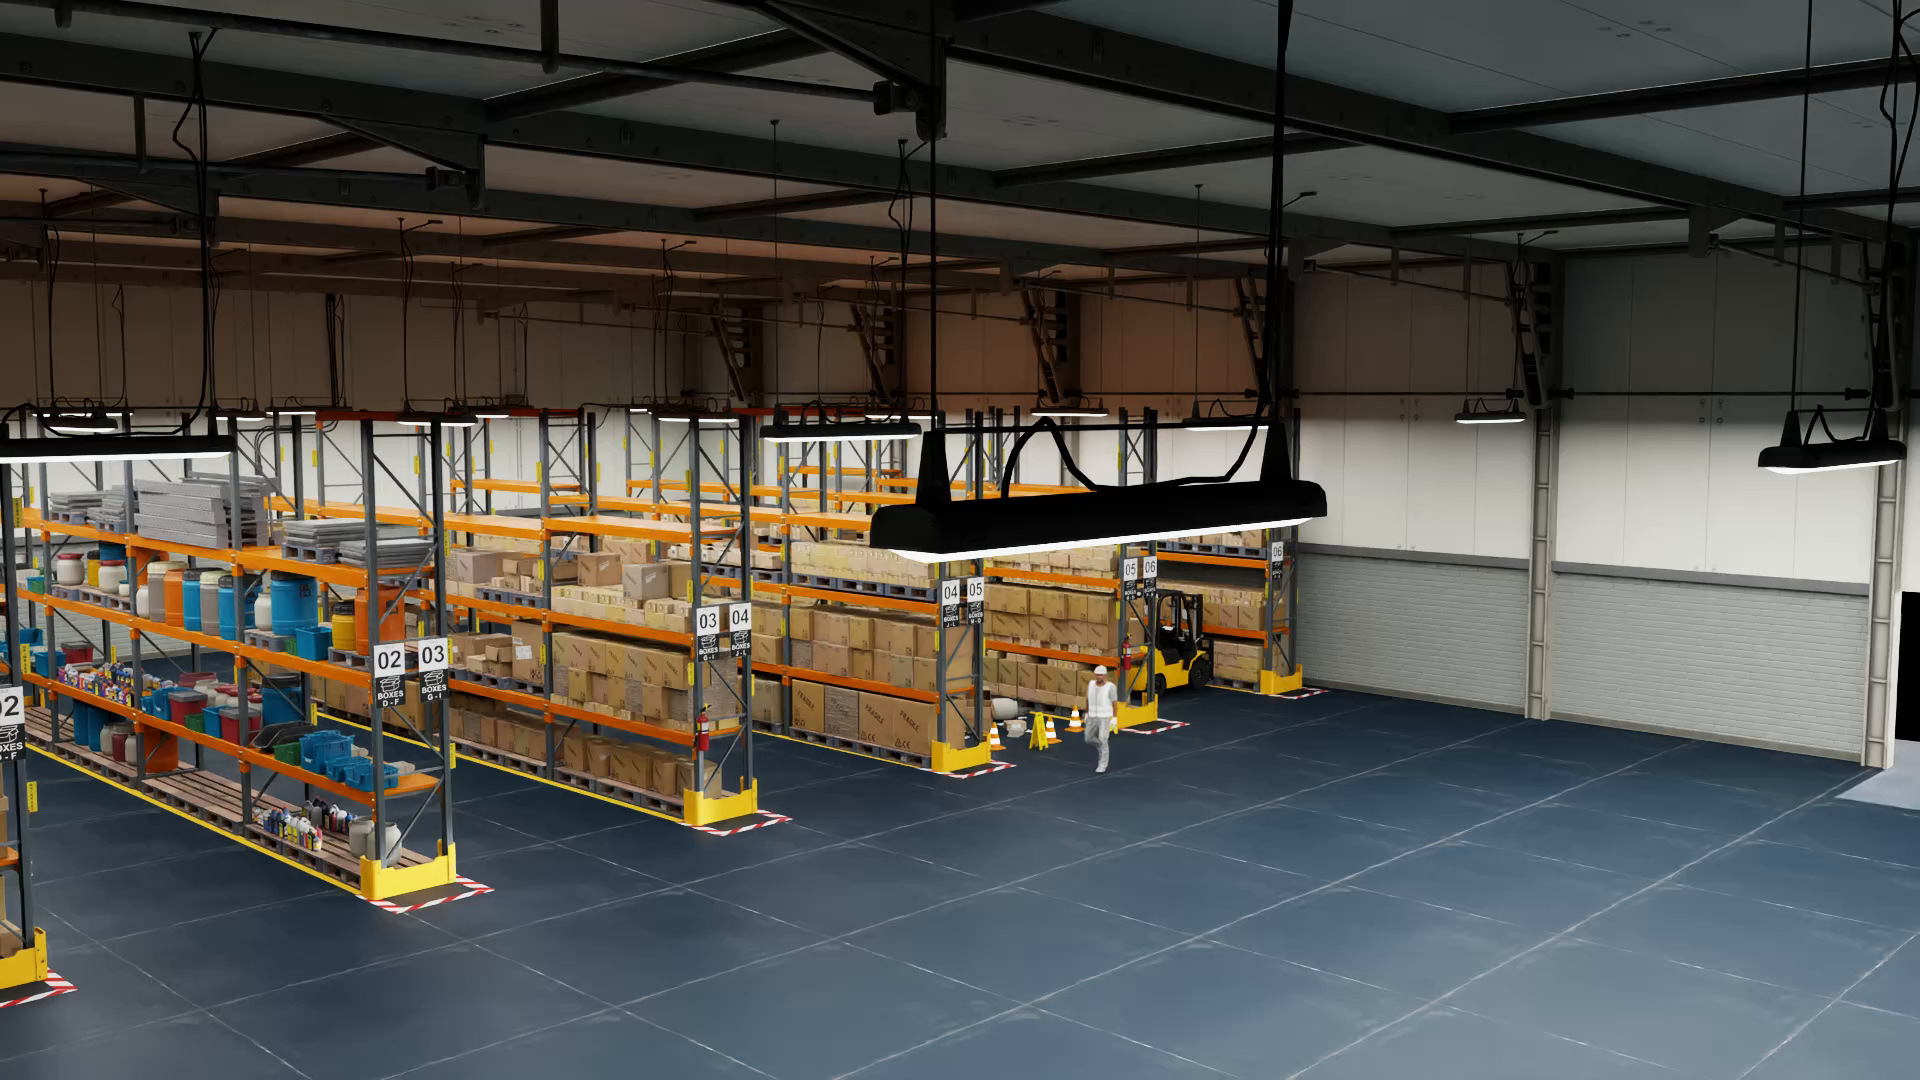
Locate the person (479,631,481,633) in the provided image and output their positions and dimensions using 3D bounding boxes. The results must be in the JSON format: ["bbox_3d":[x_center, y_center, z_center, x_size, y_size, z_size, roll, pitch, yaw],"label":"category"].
[{"bbox_3d":[-9.592,2.588,32.794,0.616,1.684,0.727,-4,6,-37],"label":"person"}]

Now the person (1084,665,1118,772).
[{"bbox_3d":[2.382,2.970,27.910,0.613,1.777,0.682,3,6,33],"label":"person"}]
